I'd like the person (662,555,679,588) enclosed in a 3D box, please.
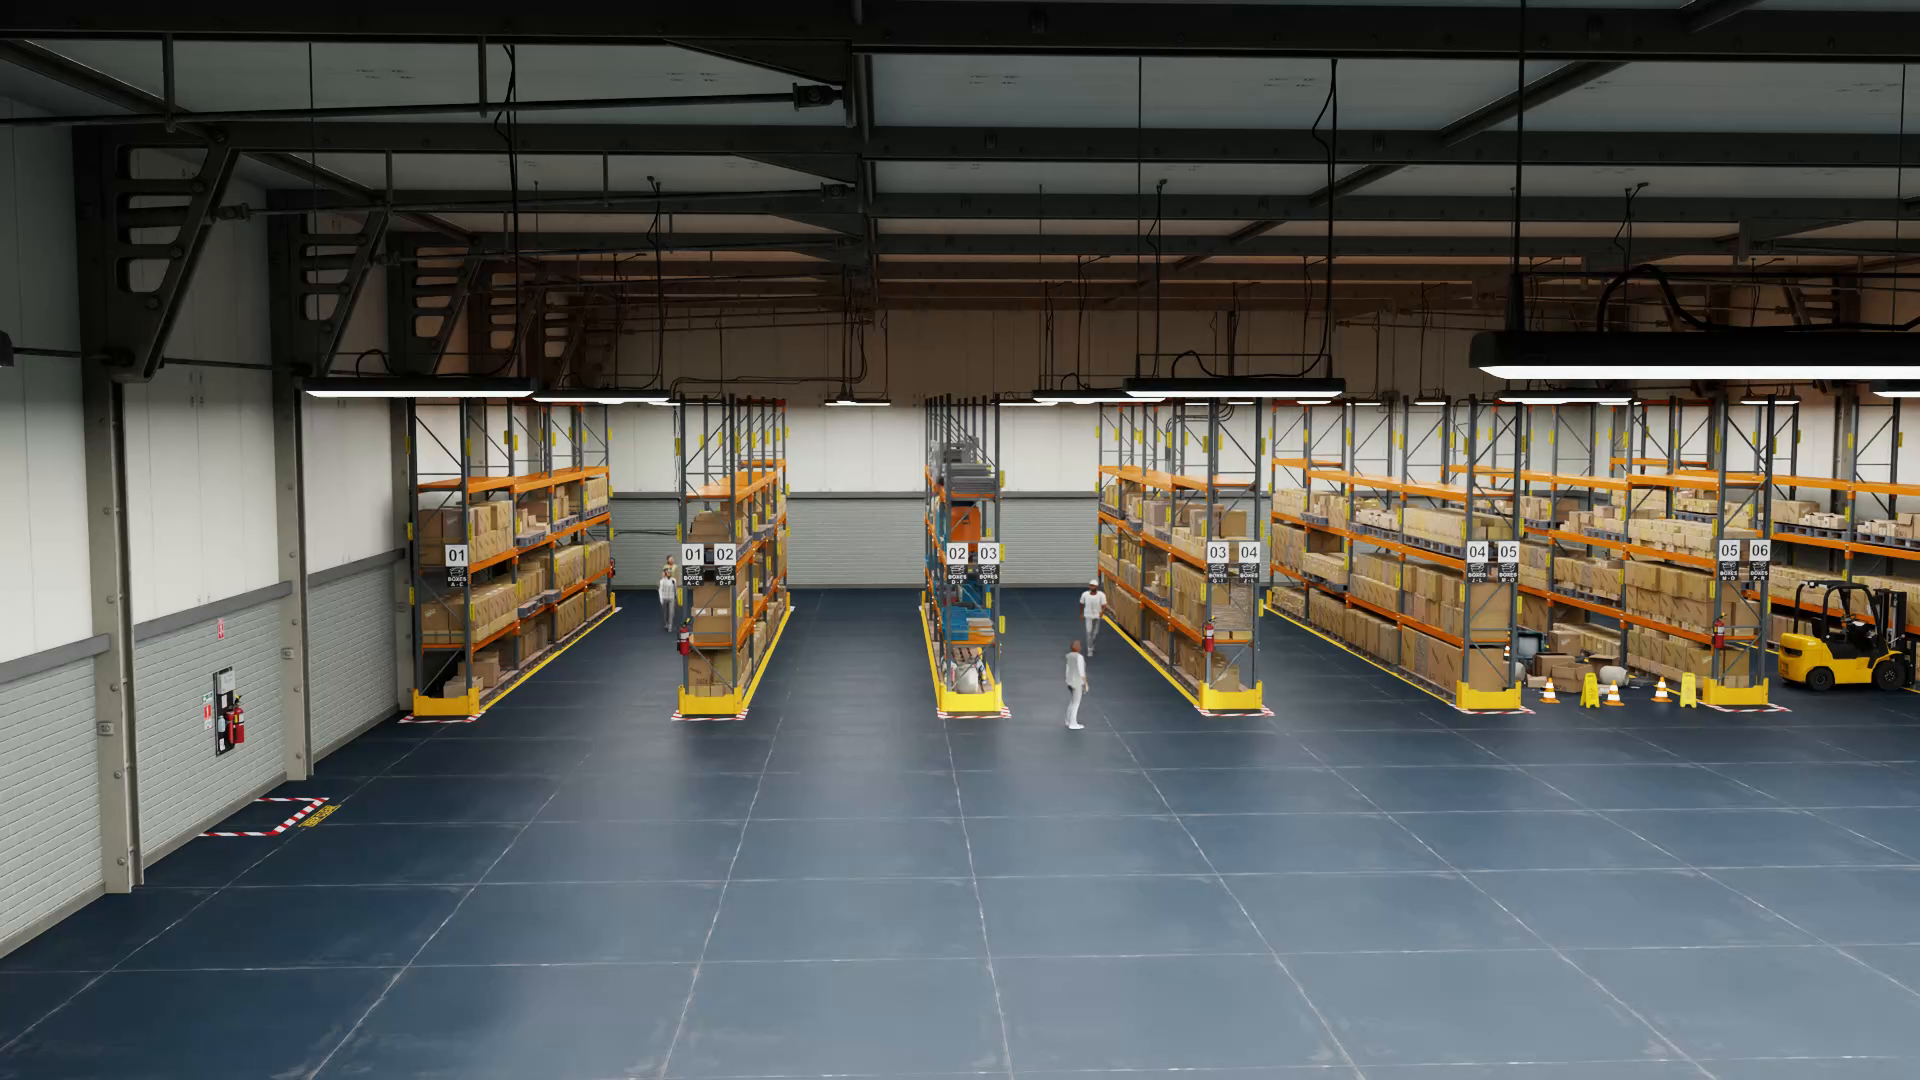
[{"bbox_3d":[-8.107,1.239,46.432,0.433,1.624,1.004,0,5,3],"label":"person"}]

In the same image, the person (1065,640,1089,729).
[{"bbox_3d":[2.090,2.605,29.754,0.365,1.603,0.524,-3,5,-30],"label":"person"}]

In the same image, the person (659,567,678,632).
[{"bbox_3d":[-7.506,1.511,42.765,0.468,1.630,0.936,0,5,-5],"label":"person"}]

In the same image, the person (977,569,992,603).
[{"bbox_3d":[0.852,0.994,48.887,0.594,1.767,0.656,-3,5,-33],"label":"person"}]

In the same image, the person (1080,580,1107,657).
[{"bbox_3d":[3.118,1.812,38.824,0.603,1.769,0.953,0,5,-3],"label":"person"}]
